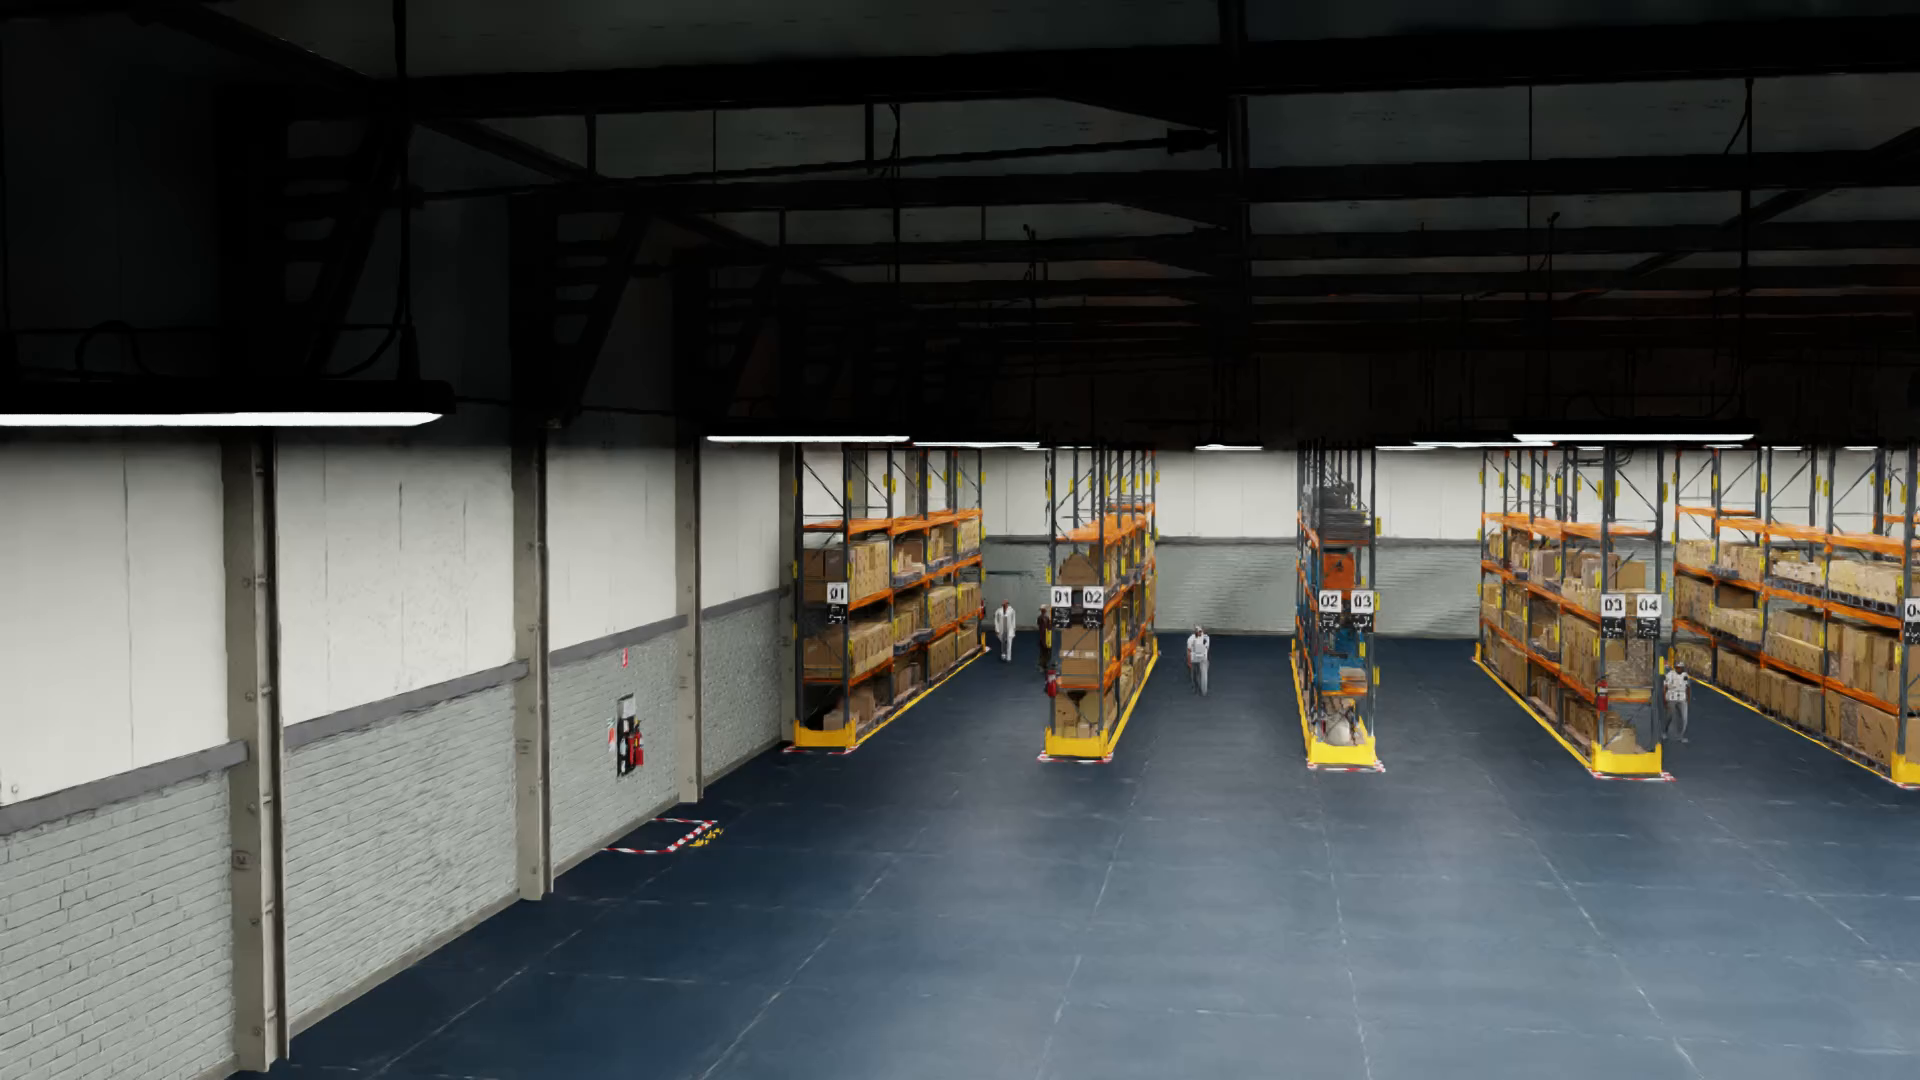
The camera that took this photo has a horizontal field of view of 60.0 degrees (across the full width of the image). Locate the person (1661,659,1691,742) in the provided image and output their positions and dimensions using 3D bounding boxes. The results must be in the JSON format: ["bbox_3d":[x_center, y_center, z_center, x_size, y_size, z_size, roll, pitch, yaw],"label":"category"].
[{"bbox_3d":[14.207,3.153,33.056,0.584,1.644,0.659,0,3,2],"label":"person"}]

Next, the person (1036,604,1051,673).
[{"bbox_3d":[2.206,2.553,43.072,0.486,1.777,0.628,-1,3,-18],"label":"person"}]

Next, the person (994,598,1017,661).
[{"bbox_3d":[1.235,2.445,45.565,0.600,1.699,1.183,0,3,8],"label":"person"}]

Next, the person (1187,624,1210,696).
[{"bbox_3d":[5.607,2.793,39.089,0.547,1.672,1.105,0,3,8],"label":"person"}]
